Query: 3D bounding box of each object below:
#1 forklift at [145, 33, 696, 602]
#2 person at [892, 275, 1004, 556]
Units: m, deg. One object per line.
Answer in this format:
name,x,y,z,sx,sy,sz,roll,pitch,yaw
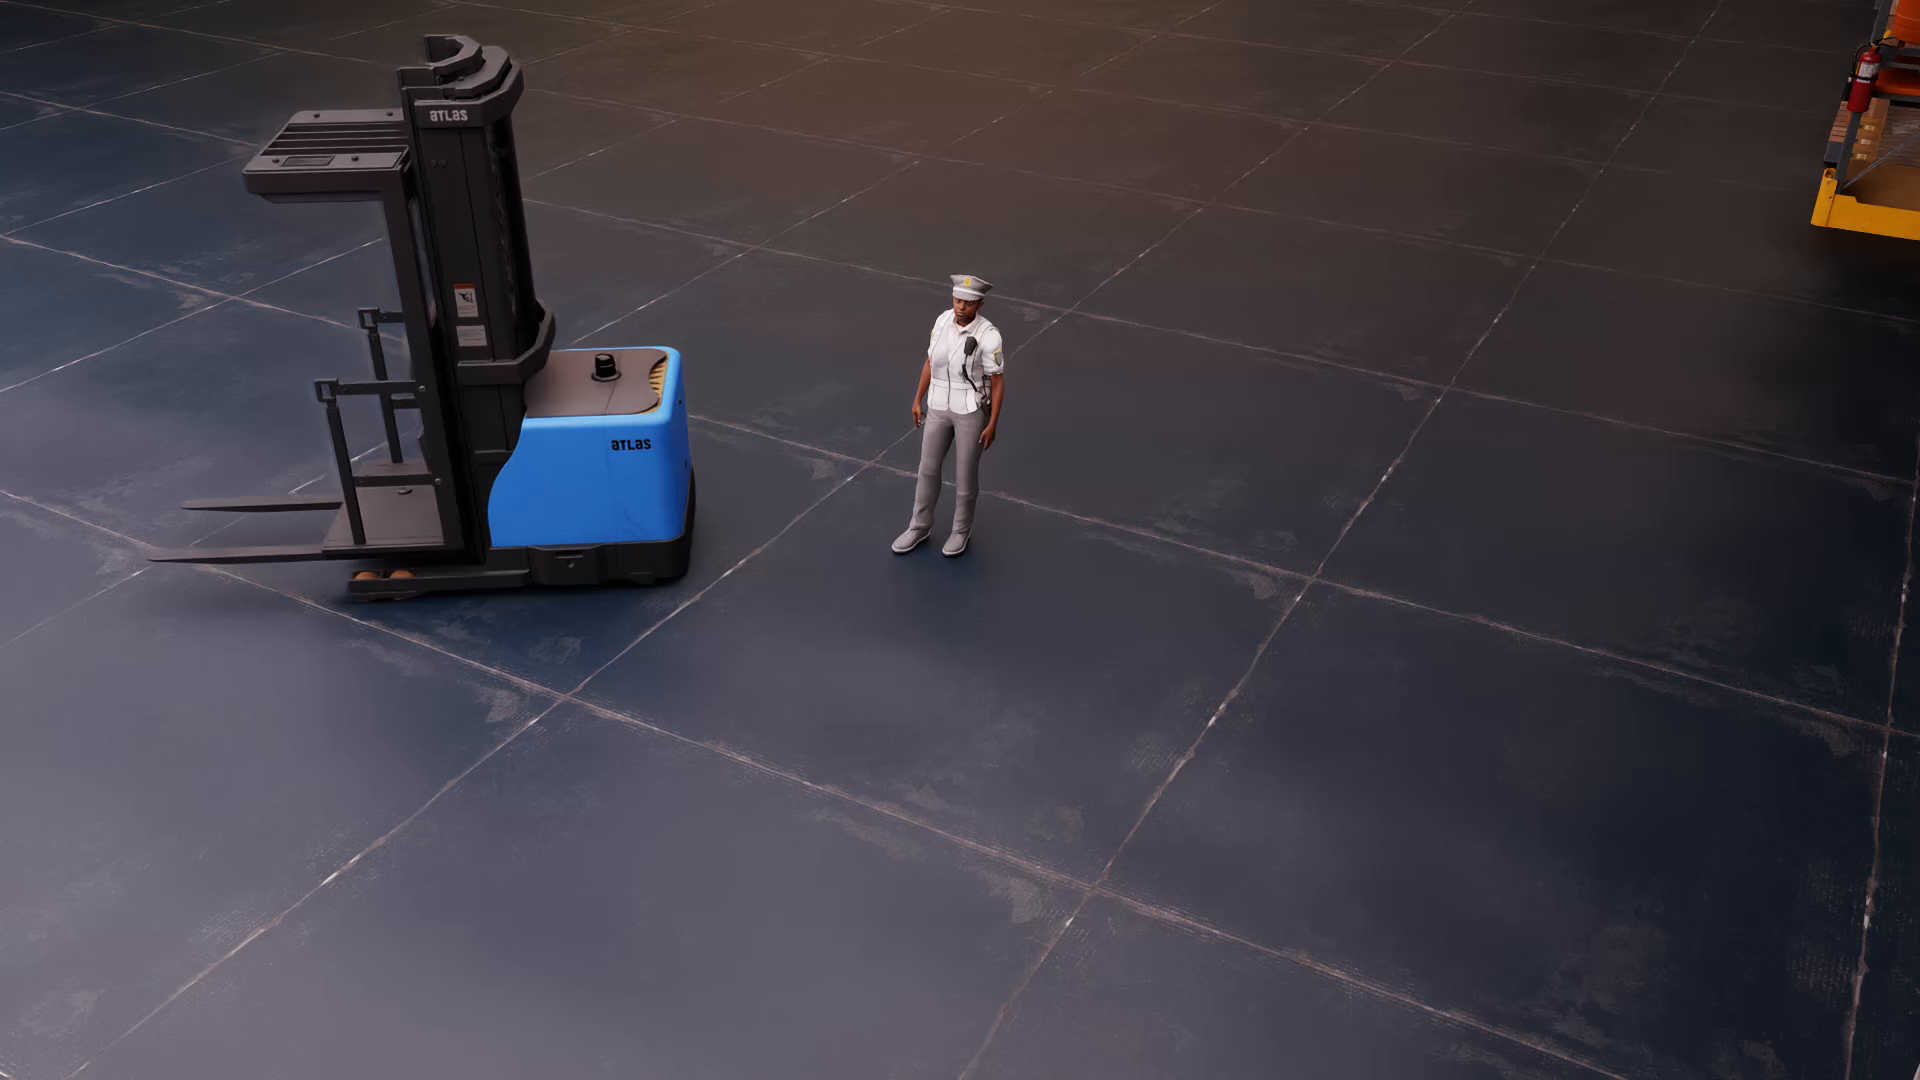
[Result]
forklift,-3.112,-1.196,9.143,3.031,2.935,1.130,-2,30,-4
person,-0.053,-0.712,9.527,0.570,1.695,0.530,15,33,25
